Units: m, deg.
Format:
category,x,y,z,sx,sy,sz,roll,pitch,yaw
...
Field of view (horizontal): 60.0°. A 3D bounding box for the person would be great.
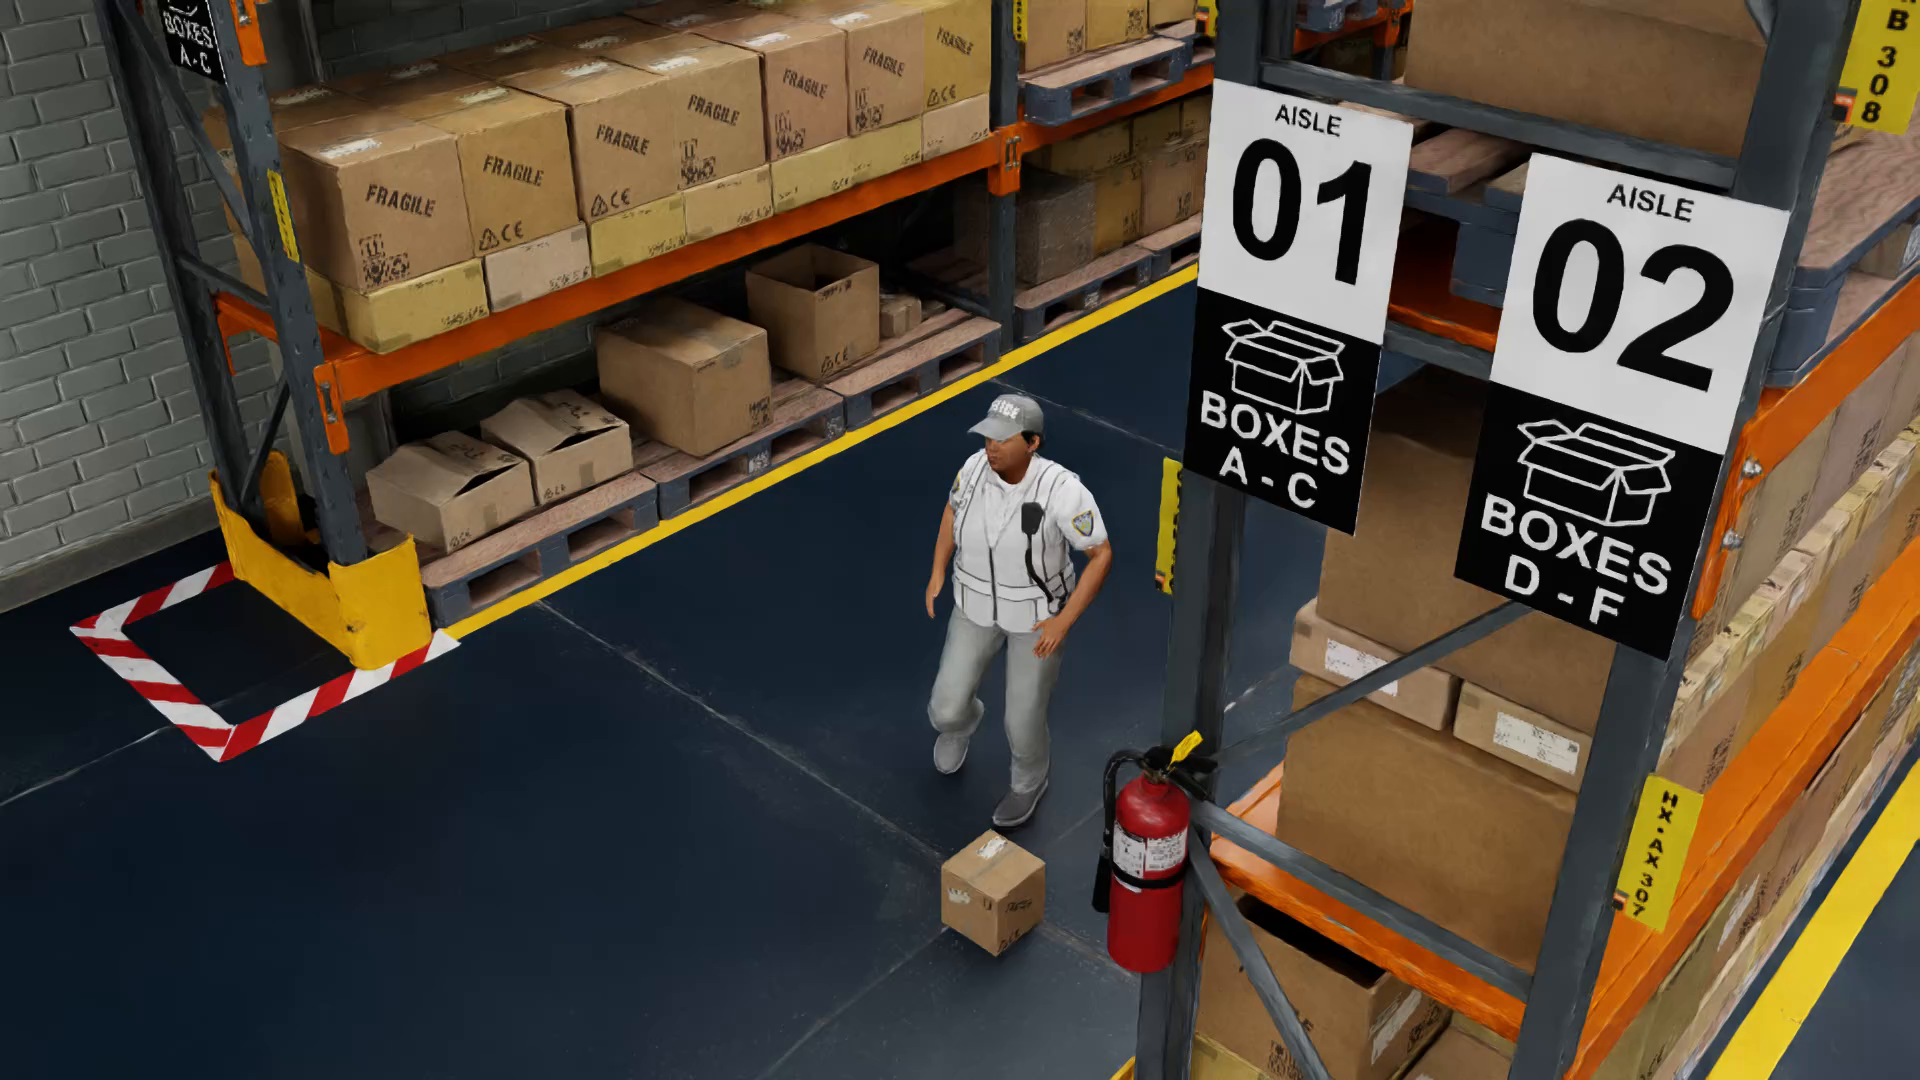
category,x,y,z,sx,sy,sz,roll,pitch,yaw
person,0.180,0.270,5.728,0.652,1.639,0.493,12,33,18
